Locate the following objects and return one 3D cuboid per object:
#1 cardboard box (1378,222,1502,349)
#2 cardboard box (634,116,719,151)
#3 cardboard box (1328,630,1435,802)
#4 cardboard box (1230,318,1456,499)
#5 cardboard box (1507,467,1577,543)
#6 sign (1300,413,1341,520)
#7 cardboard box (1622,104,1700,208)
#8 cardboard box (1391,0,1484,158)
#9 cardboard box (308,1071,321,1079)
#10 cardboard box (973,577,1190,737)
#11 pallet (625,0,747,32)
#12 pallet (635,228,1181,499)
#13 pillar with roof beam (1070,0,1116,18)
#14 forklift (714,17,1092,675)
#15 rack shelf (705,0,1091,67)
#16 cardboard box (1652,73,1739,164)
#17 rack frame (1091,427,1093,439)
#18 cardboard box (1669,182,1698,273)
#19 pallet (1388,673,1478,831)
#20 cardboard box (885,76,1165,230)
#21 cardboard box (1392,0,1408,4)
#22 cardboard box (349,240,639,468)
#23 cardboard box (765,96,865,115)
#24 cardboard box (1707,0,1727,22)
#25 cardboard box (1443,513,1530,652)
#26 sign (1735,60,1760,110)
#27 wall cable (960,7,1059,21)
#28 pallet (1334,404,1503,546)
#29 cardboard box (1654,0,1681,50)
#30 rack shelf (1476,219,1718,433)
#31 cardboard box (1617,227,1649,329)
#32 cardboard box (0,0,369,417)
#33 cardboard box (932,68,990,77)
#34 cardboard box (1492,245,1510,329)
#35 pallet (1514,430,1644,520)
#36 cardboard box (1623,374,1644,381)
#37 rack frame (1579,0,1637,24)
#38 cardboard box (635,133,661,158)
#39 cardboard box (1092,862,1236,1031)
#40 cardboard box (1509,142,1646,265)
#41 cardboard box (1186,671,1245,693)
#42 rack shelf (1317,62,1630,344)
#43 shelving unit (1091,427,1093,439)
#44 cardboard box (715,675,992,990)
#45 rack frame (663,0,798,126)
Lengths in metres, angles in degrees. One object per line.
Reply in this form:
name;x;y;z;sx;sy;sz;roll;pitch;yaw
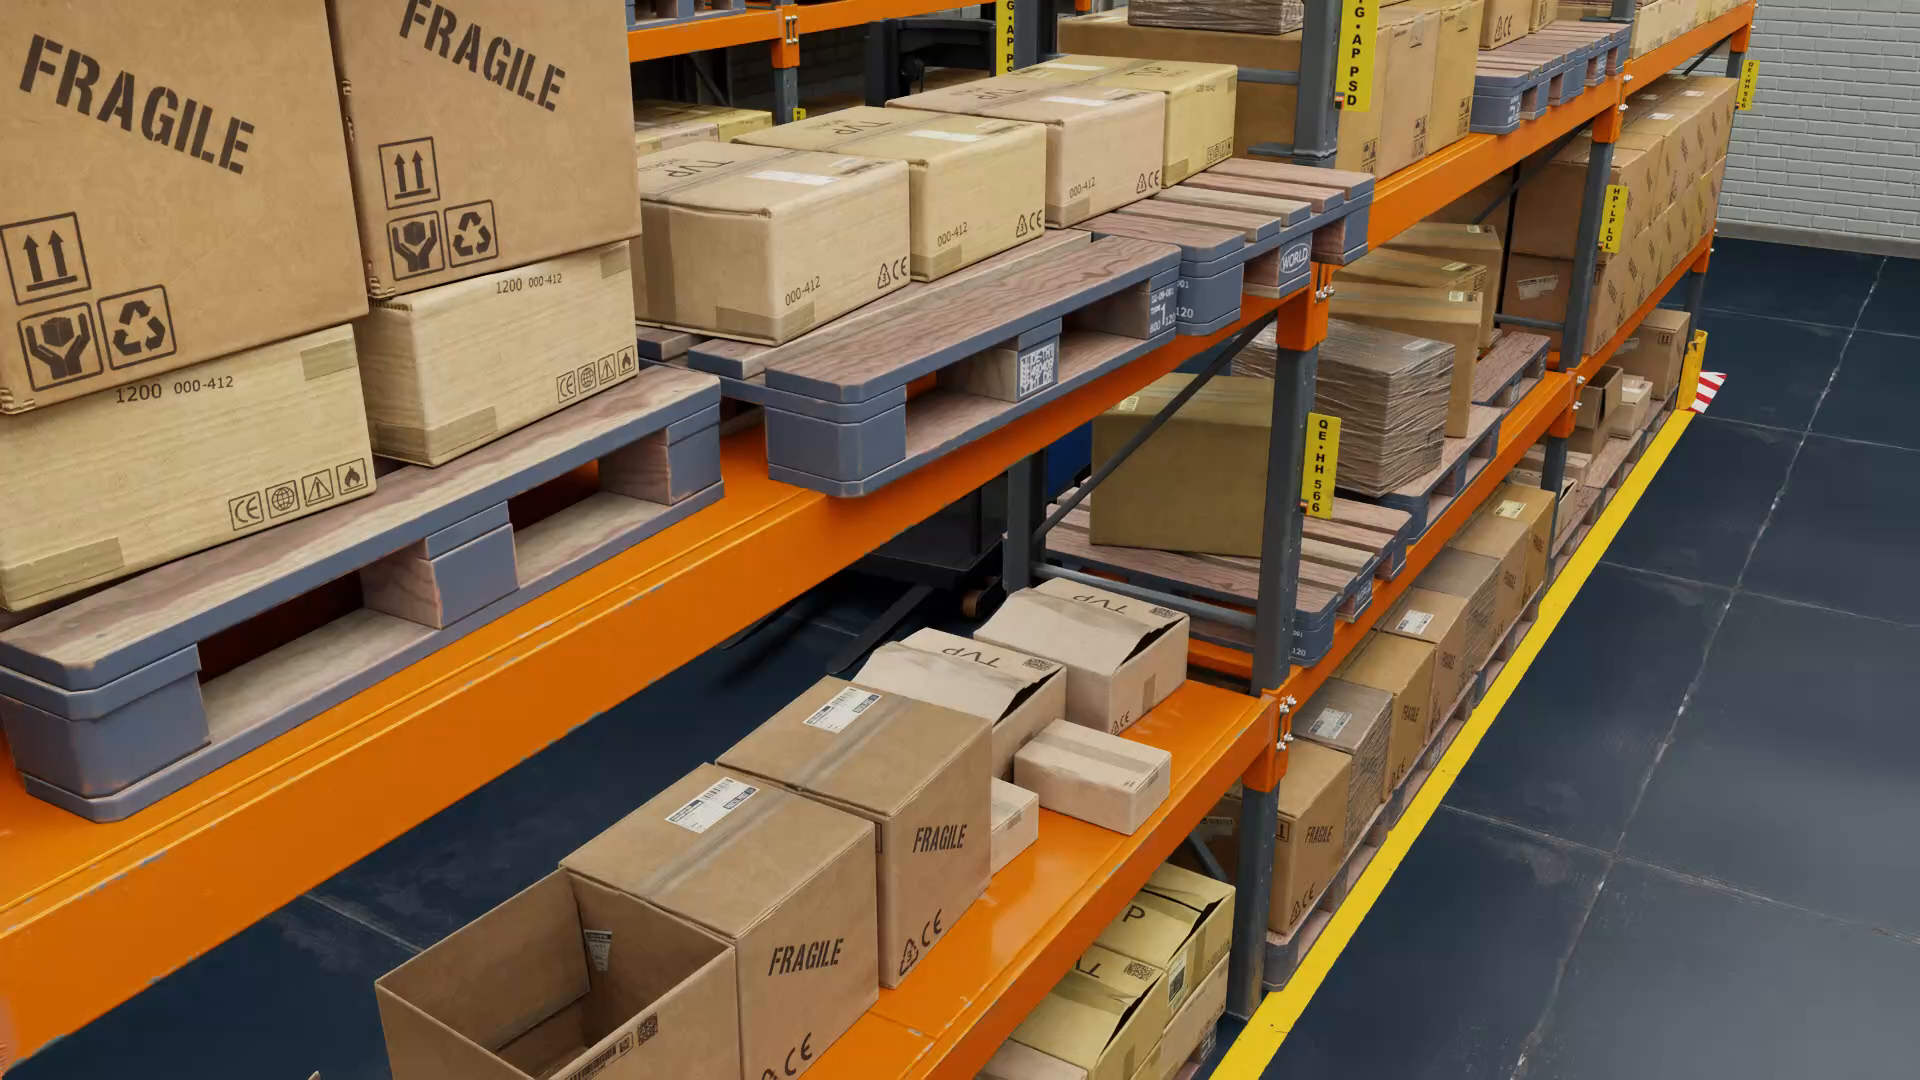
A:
cardboard box;2.286;-1.282;8.281;0.700;0.500;0.500;5;24;11
cardboard box;-1.792;-2.347;9.926;0.500;0.250;0.500;15;27;30
cardboard box;1.639;0.699;6.952;0.500;0.500;0.500;13;27;28
cardboard box;1.497;-0.550;6.589;0.700;0.500;0.500;20;31;39
cardboard box;3.131;-0.220;9.314;0.500;0.311;0.500;14;27;29
sign;1.089;-0.222;5.030;0.100;0.325;0.005;14;27;29
cardboard box;4.028;-2.283;9.864;0.500;0.500;0.500;15;27;31
cardboard box;1.361;-1.730;6.070;0.910;0.500;0.500;14;27;29
cardboard box;-1.186;1.270;3.209;0.396;0.266;0.258;13;27;28
cardboard box;0.387;0.348;5.282;0.500;0.311;0.500;16;28;32
pallet;-1.926;-3.162;9.743;0.805;0.209;1.217;13;26;27
pallet;-0.254;-0.470;3.522;1.003;0.211;1.213;15;28;31
pillar with roof beam;4.972;-6.486;13.407;9.100;9.000;0.400;14;27;29
forklift;-0.258;-1.118;8.644;1.130;2.935;3.031;10;25;22
rack shelf;-0.430;-3.914;12.146;1.077;0.370;4.000;14;27;29
cardboard box;4.835;-2.803;11.065;0.500;0.500;0.500;14;27;29
rack frame;0.745;-1.236;11.188;0.500;1.125;0.032;10;25;22
cardboard box;4.292;-2.001;10.470;0.500;0.500;0.500;14;27;29
pallet;1.686;0.819;7.592;1.003;0.211;1.213;14;27;29
cardboard box;0.163;-0.961;4.078;0.500;0.250;0.500;15;27;30
cardboard box;1.389;-2.178;5.844;0.500;0.500;0.500;14;27;29
cardboard box;-0.874;-0.348;2.664;0.500;0.250;0.500;11;26;24
cardboard box;-0.795;-2.756;11.962;0.980;0.700;0.700;13;27;28
cardboard box;4.263;-3.247;9.889;0.500;0.250;0.500;14;27;29
cardboard box;2.441;0.181;8.149;0.500;0.500;0.500;14;27;29
sign;5.297;-3.060;11.186;0.100;0.325;0.005;14;27;29
wall cable;0.497;-4.640;15.413;0.084;1.984;1.851;14;27;29
pallet;1.638;-0.375;7.083;1.003;0.211;1.213;14;27;29
cardboard box;3.460;-2.744;8.726;0.500;0.250;0.500;14;27;29
rack shelf;3.781;-1.501;10.347;1.077;0.370;4.000;14;27;29
cardboard box;3.494;-1.490;9.291;0.500;0.500;0.500;14;27;30
cardboard box;-1.135;-0.501;2.071;0.500;0.500;0.500;14;27;30
cardboard box;0.365;-3.506;13.696;0.980;0.700;0.700;15;28;31
cardboard box;2.771;-1.425;9.139;0.500;0.500;0.500;14;27;30
pallet;3.732;-0.521;10.689;1.003;0.211;1.213;14;27;29
cardboard box;4.468;-1.055;11.424;0.380;0.166;0.250;14;27;29
rack frame;2.726;-3.909;7.453;1.000;3.000;0.127;14;27;29
cardboard box;-2.061;-2.175;9.528;0.500;0.250;0.500;14;27;30
cardboard box;0.549;1.234;5.350;0.500;0.311;0.500;15;27;30
cardboard box;3.213;-1.761;8.658;0.500;0.500;0.500;15;27;30
cardboard box;0.936;0.410;6.675;0.500;0.250;0.500;15;28;31
rack shelf;1.671;-1.528;6.633;1.077;0.370;4.000;14;27;29
shelving unit;0.535;-1.052;10.764;0.538;1.125;1.048;10;25;22
cardboard box;-0.255;0.718;4.190;0.500;0.500;0.500;12;26;26
rack frame;-1.485;-2.193;11.040;1.000;3.000;0.127;14;27;29
